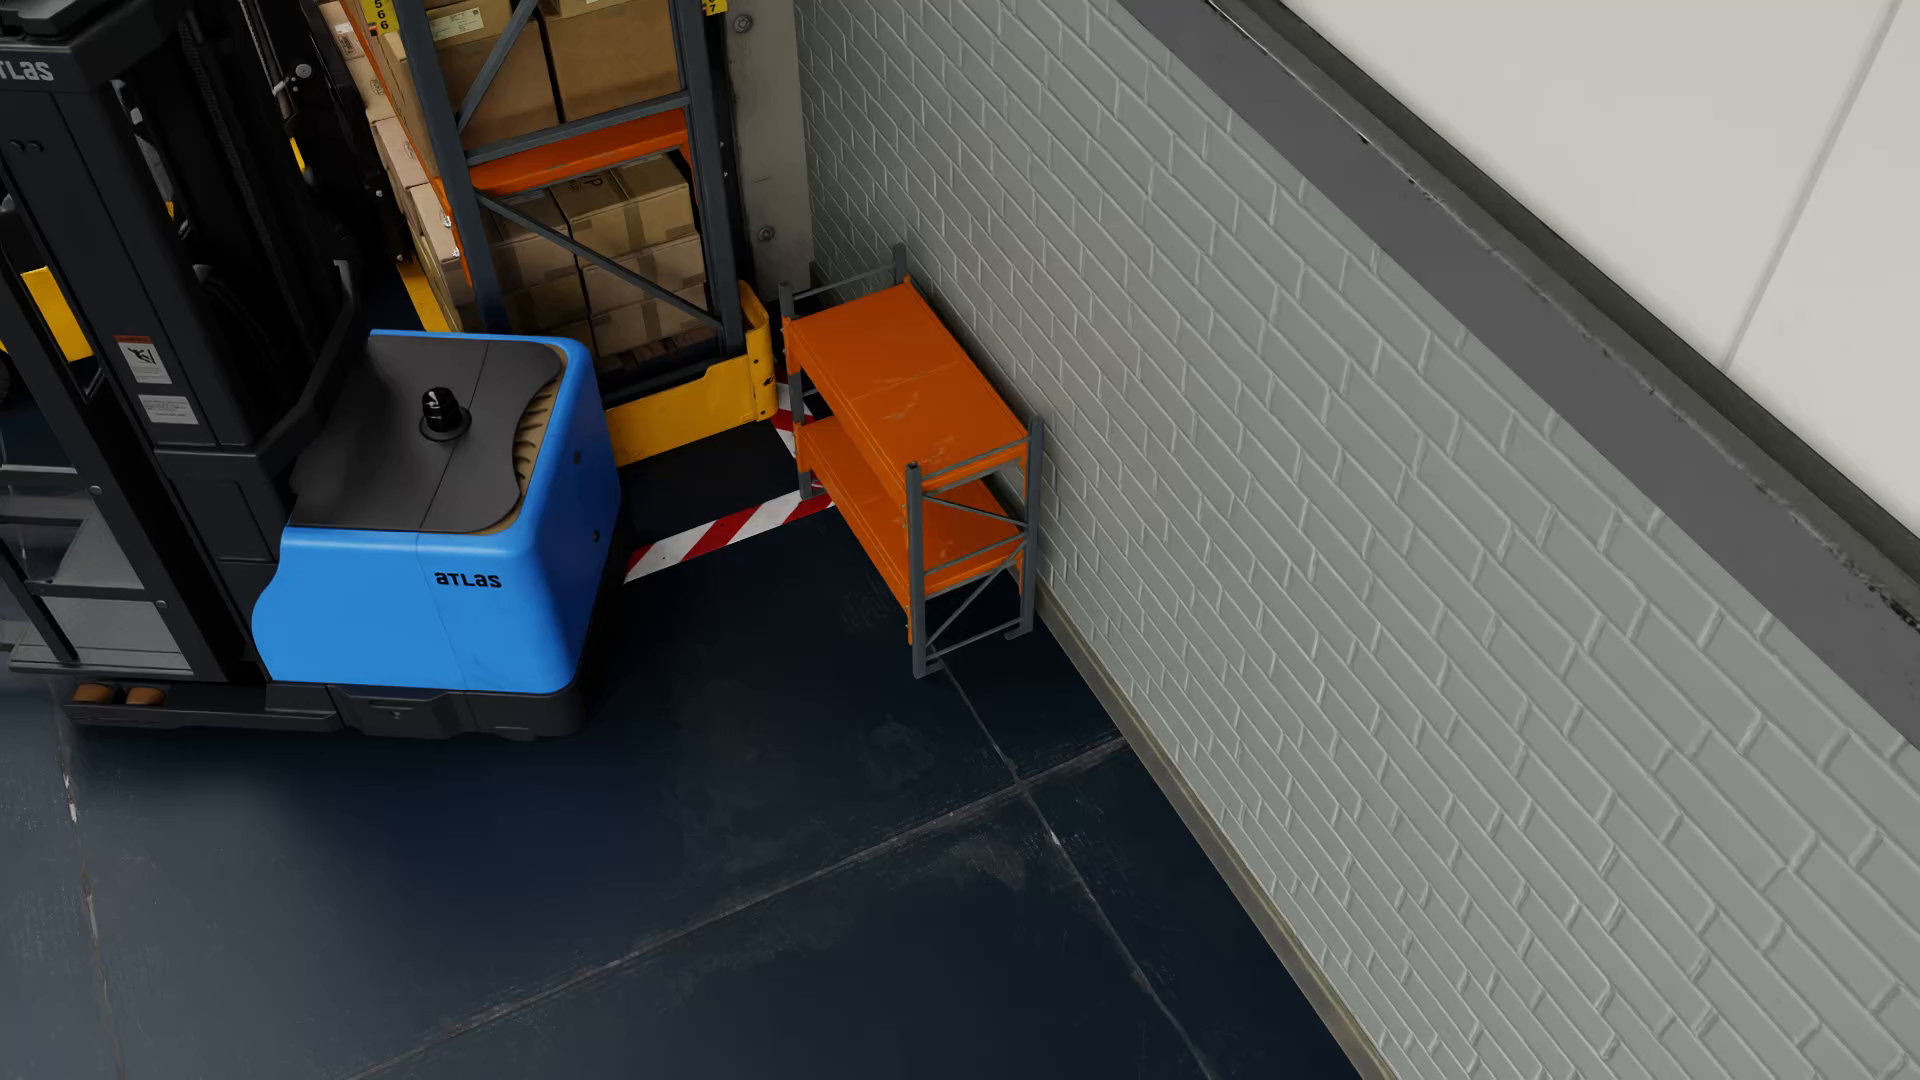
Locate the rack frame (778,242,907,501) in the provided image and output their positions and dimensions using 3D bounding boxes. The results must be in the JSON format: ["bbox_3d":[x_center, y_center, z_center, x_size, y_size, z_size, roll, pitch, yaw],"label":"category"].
[{"bbox_3d":[-0.426,-0.626,6.442,0.500,1.125,0.032,-22,52,-18],"label":"rack frame"}]

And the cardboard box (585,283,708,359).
[{"bbox_3d":[-1.414,-1.093,7.154,0.500,0.250,0.500,-21,52,-17],"label":"cardboard box"}]

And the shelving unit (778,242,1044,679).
[{"bbox_3d":[-0.187,-0.288,6.147,0.538,1.125,1.048,-22,52,-18],"label":"shelving unit"}]

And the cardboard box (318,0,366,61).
[{"bbox_3d":[-2.555,-2.243,7.495,0.500,0.250,0.500,-22,52,-18],"label":"cardboard box"}]

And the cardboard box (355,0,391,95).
[{"bbox_3d":[-2.051,-2.086,6.408,0.500,0.500,0.500,-20,52,-16],"label":"cardboard box"}]

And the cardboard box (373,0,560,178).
[{"bbox_3d":[-1.822,-1.736,6.102,0.500,0.500,0.500,-22,52,-18],"label":"cardboard box"}]

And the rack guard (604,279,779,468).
[{"bbox_3d":[-1.352,-0.625,6.857,1.175,0.500,0.348,-21,52,-18],"label":"rack guard"}]

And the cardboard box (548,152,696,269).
[{"bbox_3d":[-1.415,-1.413,6.769,0.500,0.250,0.500,-22,52,-18],"label":"cardboard box"}]

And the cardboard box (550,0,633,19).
[{"bbox_3d":[-1.288,-2.027,5.925,0.380,0.149,0.250,-22,53,-18],"label":"cardboard box"}]

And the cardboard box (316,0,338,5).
[{"bbox_3d":[-2.788,-2.597,7.805,0.500,0.250,0.500,-20,52,-16],"label":"cardboard box"}]

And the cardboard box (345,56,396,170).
[{"bbox_3d":[-2.330,-1.901,7.196,0.500,0.250,0.500,-21,52,-17],"label":"cardboard box"}]

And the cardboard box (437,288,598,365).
[{"bbox_3d":[-1.859,-0.903,6.987,0.500,0.250,0.500,-21,52,-17],"label":"cardboard box"}]

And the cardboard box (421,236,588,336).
[{"bbox_3d":[-1.864,-1.080,6.810,0.500,0.250,0.500,-22,52,-18],"label":"cardboard box"}]

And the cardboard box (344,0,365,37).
[{"bbox_3d":[-2.286,-2.429,6.708,0.500,0.500,0.500,-22,52,-18],"label":"cardboard box"}]

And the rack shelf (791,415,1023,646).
[{"bbox_3d":[-0.187,-0.127,6.331,0.538,0.278,1.000,-22,52,-18],"label":"rack shelf"}]

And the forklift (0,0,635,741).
[{"bbox_3d":[-2.818,-0.677,5.288,3.031,2.935,1.130,3,49,2],"label":"forklift"}]

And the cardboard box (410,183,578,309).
[{"bbox_3d":[-1.851,-1.227,6.606,0.500,0.250,0.500,-20,52,-16],"label":"cardboard box"}]

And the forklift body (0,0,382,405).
[{"bbox_3d":[-3.853,-1.825,6.810,2.313,2.155,1.214,-21,52,-18],"label":"forklift body"}]

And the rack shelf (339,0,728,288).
[{"bbox_3d":[-2.278,-2.566,7.372,1.077,0.370,4.000,-21,52,-18],"label":"rack shelf"}]

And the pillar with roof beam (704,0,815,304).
[{"bbox_3d":[-4.708,-2.733,3.054,9.100,9.000,0.400,-21,52,-18],"label":"pillar with roof beam"}]

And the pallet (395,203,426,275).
[{"bbox_3d":[-2.305,-1.859,8.128,1.003,0.211,1.213,-21,52,-18],"label":"pallet"}]

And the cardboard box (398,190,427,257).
[{"bbox_3d":[-2.084,-1.419,7.107,0.500,0.250,0.500,-22,52,-18],"label":"cardboard box"}]

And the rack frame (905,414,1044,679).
[{"bbox_3d":[0.051,0.050,5.851,0.500,1.125,0.032,-22,52,-18],"label":"rack frame"}]

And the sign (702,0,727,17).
[{"bbox_3d":[-0.867,-1.962,5.738,0.100,0.325,0.005,-21,52,-18],"label":"sign"}]

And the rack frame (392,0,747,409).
[{"bbox_3d":[-1.363,-1.464,5.930,1.000,3.000,0.127,-21,52,-18],"label":"rack frame"}]

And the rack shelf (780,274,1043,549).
[{"bbox_3d":[-0.187,-0.480,5.927,0.538,0.278,1.000,-22,52,-18],"label":"rack shelf"}]

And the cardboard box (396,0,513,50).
[{"bbox_3d":[-1.771,-1.846,5.767,0.380,0.149,0.250,-20,52,-17],"label":"cardboard box"}]

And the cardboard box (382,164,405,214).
[{"bbox_3d":[-2.339,-1.757,7.403,0.500,0.250,0.500,-22,52,-18],"label":"cardboard box"}]

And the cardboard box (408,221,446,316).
[{"bbox_3d":[-2.078,-1.239,7.281,0.500,0.250,0.500,-21,52,-18],"label":"cardboard box"}]

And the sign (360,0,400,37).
[{"bbox_3d":[-1.852,-1.746,5.250,0.100,0.325,0.005,-21,52,-18],"label":"sign"}]

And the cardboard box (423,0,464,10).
[{"bbox_3d":[-1.714,-1.976,5.683,0.380,0.149,0.250,-21,52,-17],"label":"cardboard box"}]

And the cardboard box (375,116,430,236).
[{"bbox_3d":[-2.090,-1.567,6.904,0.500,0.250,0.500,-20,52,-17],"label":"cardboard box"}]

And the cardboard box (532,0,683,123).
[{"bbox_3d":[-1.343,-1.924,6.266,0.500,0.500,0.500,-20,52,-16],"label":"cardboard box"}]

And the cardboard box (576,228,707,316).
[{"bbox_3d":[-1.394,-1.248,6.957,0.500,0.250,0.500,-20,52,-17],"label":"cardboard box"}]

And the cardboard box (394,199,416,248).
[{"bbox_3d":[-2.299,-1.577,7.577,0.500,0.250,0.500,-21,52,-17],"label":"cardboard box"}]

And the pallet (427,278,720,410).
[{"bbox_3d":[-1.750,-1.043,7.415,1.003,0.211,1.213,-21,52,-18],"label":"pallet"}]
